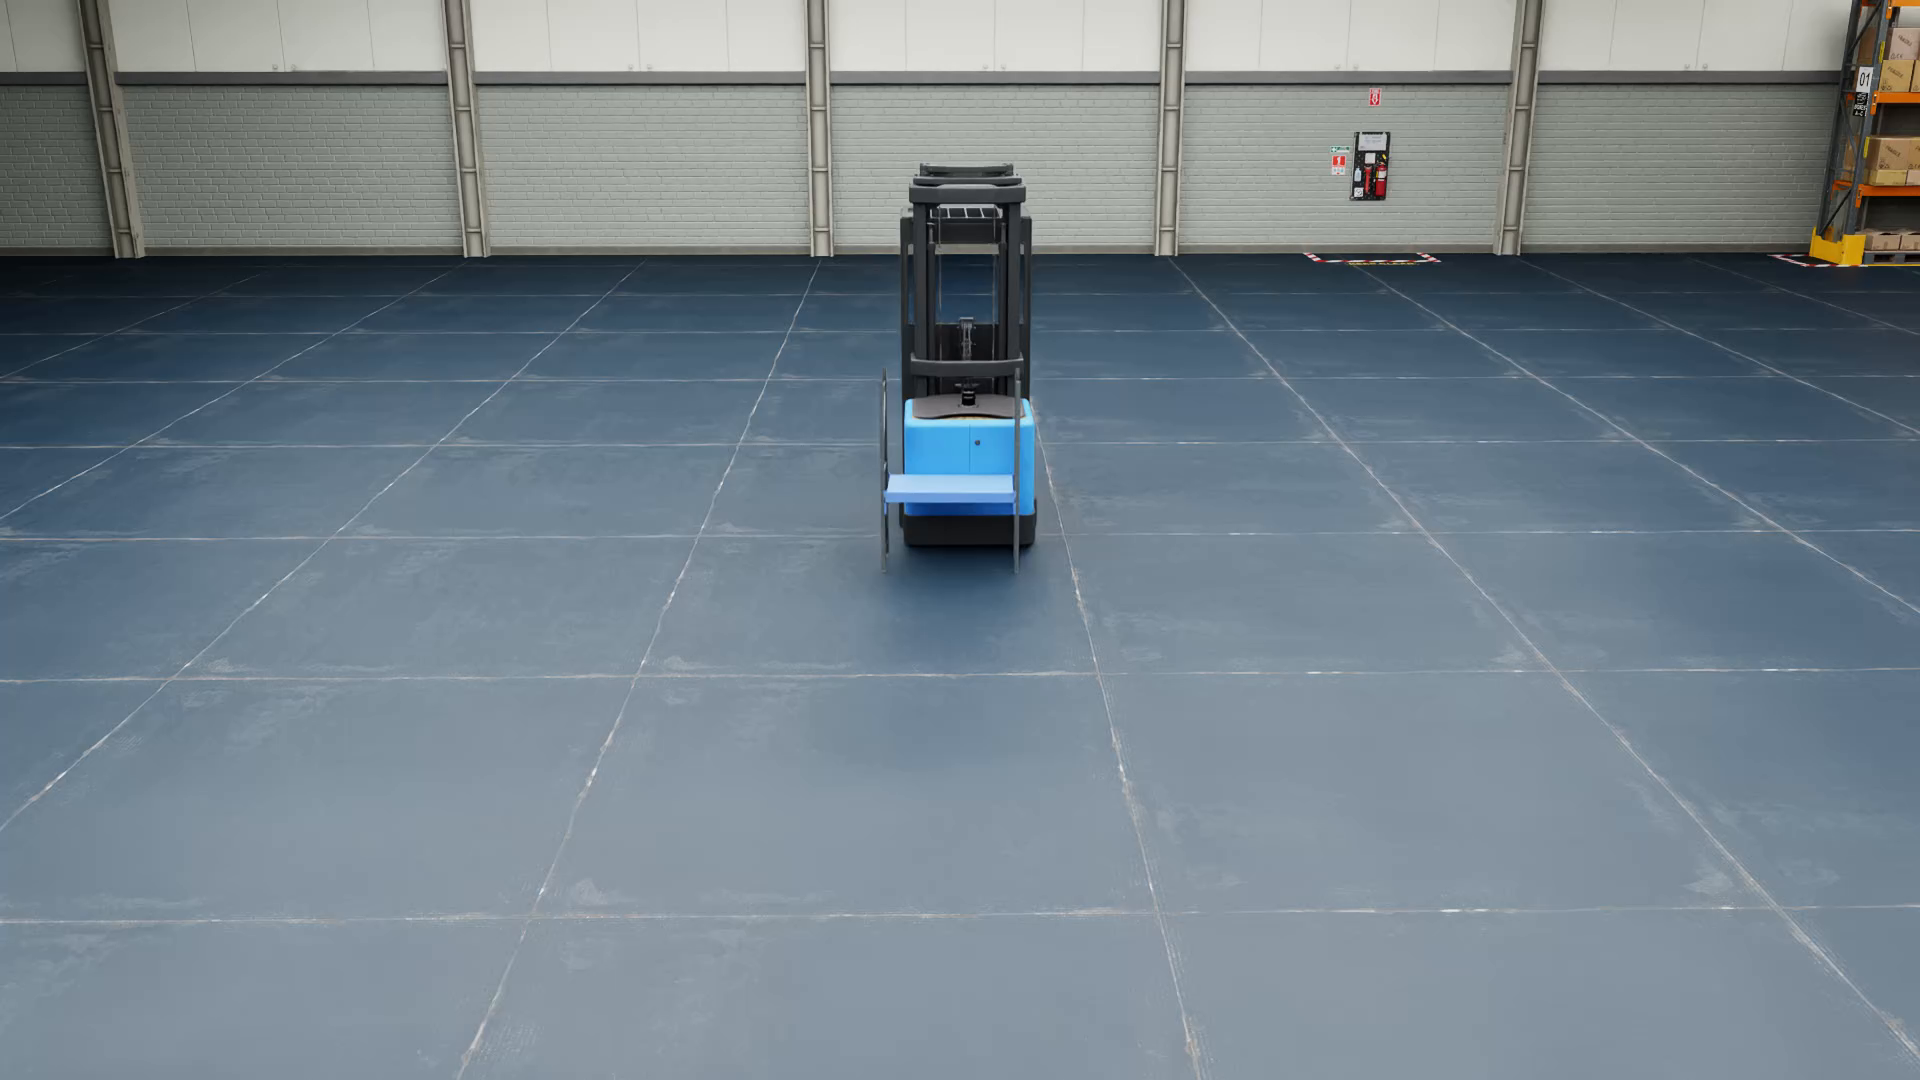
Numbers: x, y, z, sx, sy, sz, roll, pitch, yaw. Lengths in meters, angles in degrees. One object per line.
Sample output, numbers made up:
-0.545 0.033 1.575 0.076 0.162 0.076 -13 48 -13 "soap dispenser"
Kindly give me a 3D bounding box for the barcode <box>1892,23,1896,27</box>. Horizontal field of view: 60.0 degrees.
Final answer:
15.613 -8.615 27.799 0.075 0.075 0.001 0 18 -1 "barcode"

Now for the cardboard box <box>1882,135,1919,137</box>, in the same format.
15.883 -6.583 28.143 0.500 0.500 0.500 0 18 0 "cardboard box"

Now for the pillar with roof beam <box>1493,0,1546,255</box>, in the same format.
9.666 -8.001 23.758 0.400 9.000 9.100 0 18 -1 "pillar with roof beam"

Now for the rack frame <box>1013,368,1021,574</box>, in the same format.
0.435 -0.527 12.735 0.032 1.500 0.500 0 18 1 "rack frame"

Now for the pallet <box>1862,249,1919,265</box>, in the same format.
15.800 -4.887 28.435 1.213 0.211 1.003 0 18 -1 "pallet"

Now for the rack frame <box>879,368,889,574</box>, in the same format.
-0.581 -0.532 12.749 0.032 1.500 0.500 0 18 1 "rack frame"

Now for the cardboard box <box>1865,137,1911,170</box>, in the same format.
15.393 -6.427 27.656 0.500 0.500 0.500 0 18 -1 "cardboard box"

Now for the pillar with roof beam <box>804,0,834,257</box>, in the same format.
-2.332 -7.944 23.578 0.400 9.000 9.100 0 18 -1 "pillar with roof beam"

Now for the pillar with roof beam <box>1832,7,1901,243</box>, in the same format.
15.665 -8.030 23.849 0.400 9.000 9.100 0 18 -1 "pillar with roof beam"

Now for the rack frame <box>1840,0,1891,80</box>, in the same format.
14.911 -9.078 27.113 0.127 3.000 1.000 0 18 -1 "rack frame"

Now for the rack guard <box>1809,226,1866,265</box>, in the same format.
14.987 -5.031 28.413 0.348 0.500 1.175 0 18 -1 "rack guard"

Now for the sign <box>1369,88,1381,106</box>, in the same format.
7.117 -7.594 28.513 0.199 0.298 0.001 0 18 -1 "sign"

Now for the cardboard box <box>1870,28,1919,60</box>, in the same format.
15.300 -8.110 27.175 0.500 0.500 0.500 -2 18 -5 "cardboard box"

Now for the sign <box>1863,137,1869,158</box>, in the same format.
14.920 -6.467 27.381 0.005 0.325 0.100 0 18 -1 "sign"

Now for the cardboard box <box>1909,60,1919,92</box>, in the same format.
15.787 -7.623 27.294 0.500 0.500 0.500 1 18 3 "cardboard box"

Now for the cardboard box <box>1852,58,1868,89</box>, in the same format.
15.324 -7.786 27.801 0.500 0.500 0.500 1 18 3 "cardboard box"

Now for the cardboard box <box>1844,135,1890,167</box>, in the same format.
15.379 -6.583 28.144 0.500 0.500 0.500 0 18 -1 "cardboard box"

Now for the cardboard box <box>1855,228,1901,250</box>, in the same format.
15.604 -5.126 28.298 0.500 0.311 0.500 -2 18 -7 "cardboard box"

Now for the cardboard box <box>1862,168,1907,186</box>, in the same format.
15.404 -6.064 27.755 0.500 0.250 0.500 -1 18 -2 "cardboard box"

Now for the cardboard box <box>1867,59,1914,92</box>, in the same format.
15.249 -7.632 27.320 0.500 0.500 0.500 0 18 1 "cardboard box"

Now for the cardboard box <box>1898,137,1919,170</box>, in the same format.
15.888 -6.426 27.654 0.500 0.500 0.500 0 18 -1 "cardboard box"

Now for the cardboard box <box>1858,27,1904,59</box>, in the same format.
15.338 -8.264 27.656 0.500 0.500 0.500 1 18 2 "cardboard box"

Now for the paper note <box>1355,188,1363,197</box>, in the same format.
6.949 -6.060 28.970 0.142 0.148 0.016 0 18 -1 "paper note"

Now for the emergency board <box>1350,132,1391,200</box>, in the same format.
7.127 -6.459 28.773 0.643 1.169 0.194 0 18 -1 "emergency board"

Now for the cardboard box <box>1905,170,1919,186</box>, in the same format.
15.923 -6.071 27.776 0.500 0.250 0.500 -1 18 -3 "cardboard box"

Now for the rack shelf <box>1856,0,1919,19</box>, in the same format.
16.911 -8.743 27.254 4.000 0.370 1.077 0 18 -1 "rack shelf"

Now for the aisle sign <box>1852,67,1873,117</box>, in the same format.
14.844 -7.367 27.346 0.004 0.787 0.394 0 18 -1 "aisle sign"

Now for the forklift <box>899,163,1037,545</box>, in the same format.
0.042 -1.751 14.209 1.130 2.935 3.031 0 18 -1 "forklift"

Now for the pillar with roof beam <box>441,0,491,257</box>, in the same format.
-8.332 -7.915 23.488 0.400 9.000 9.100 0 18 -1 "pillar with roof beam"

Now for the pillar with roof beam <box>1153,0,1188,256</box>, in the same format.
3.667 -7.972 23.668 0.400 9.000 9.100 0 18 -1 "pillar with roof beam"

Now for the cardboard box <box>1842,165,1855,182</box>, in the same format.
15.376 -6.221 28.241 0.500 0.250 0.500 0 18 0 "cardboard box"

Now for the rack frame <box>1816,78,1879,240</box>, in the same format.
14.911 -6.221 28.030 0.127 3.000 1.000 0 18 -1 "rack frame"

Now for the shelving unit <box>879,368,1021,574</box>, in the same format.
-0.073 -0.529 12.742 1.048 1.500 0.538 0 18 1 "shelving unit"

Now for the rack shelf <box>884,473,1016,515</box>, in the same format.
-0.073 -0.358 12.797 1.000 0.185 0.538 0 18 1 "rack shelf"

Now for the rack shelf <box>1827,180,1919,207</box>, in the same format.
16.911 -5.888 28.170 4.000 0.370 1.077 0 18 -1 "rack shelf"

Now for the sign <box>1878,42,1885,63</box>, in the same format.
14.920 -7.900 26.921 0.005 0.325 0.100 0 18 -1 "sign"

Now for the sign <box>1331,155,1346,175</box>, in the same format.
6.572 -6.505 28.857 0.234 0.329 0.001 0 18 -1 "sign"

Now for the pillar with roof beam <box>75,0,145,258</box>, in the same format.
-14.331 -7.886 23.398 0.400 9.000 9.100 0 18 -1 "pillar with roof beam"

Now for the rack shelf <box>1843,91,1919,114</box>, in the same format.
16.911 -7.316 27.711 4.000 0.370 1.077 0 18 -1 "rack shelf"

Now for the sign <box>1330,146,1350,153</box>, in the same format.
6.577 -6.755 28.768 0.331 0.109 0.001 0 18 -1 "sign"

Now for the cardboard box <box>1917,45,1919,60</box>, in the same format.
15.803 -8.097 27.134 0.500 0.500 0.500 0 18 -1 "cardboard box"

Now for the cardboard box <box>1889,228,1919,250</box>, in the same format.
16.174 -5.129 28.306 0.500 0.311 0.500 1 18 4 "cardboard box"
